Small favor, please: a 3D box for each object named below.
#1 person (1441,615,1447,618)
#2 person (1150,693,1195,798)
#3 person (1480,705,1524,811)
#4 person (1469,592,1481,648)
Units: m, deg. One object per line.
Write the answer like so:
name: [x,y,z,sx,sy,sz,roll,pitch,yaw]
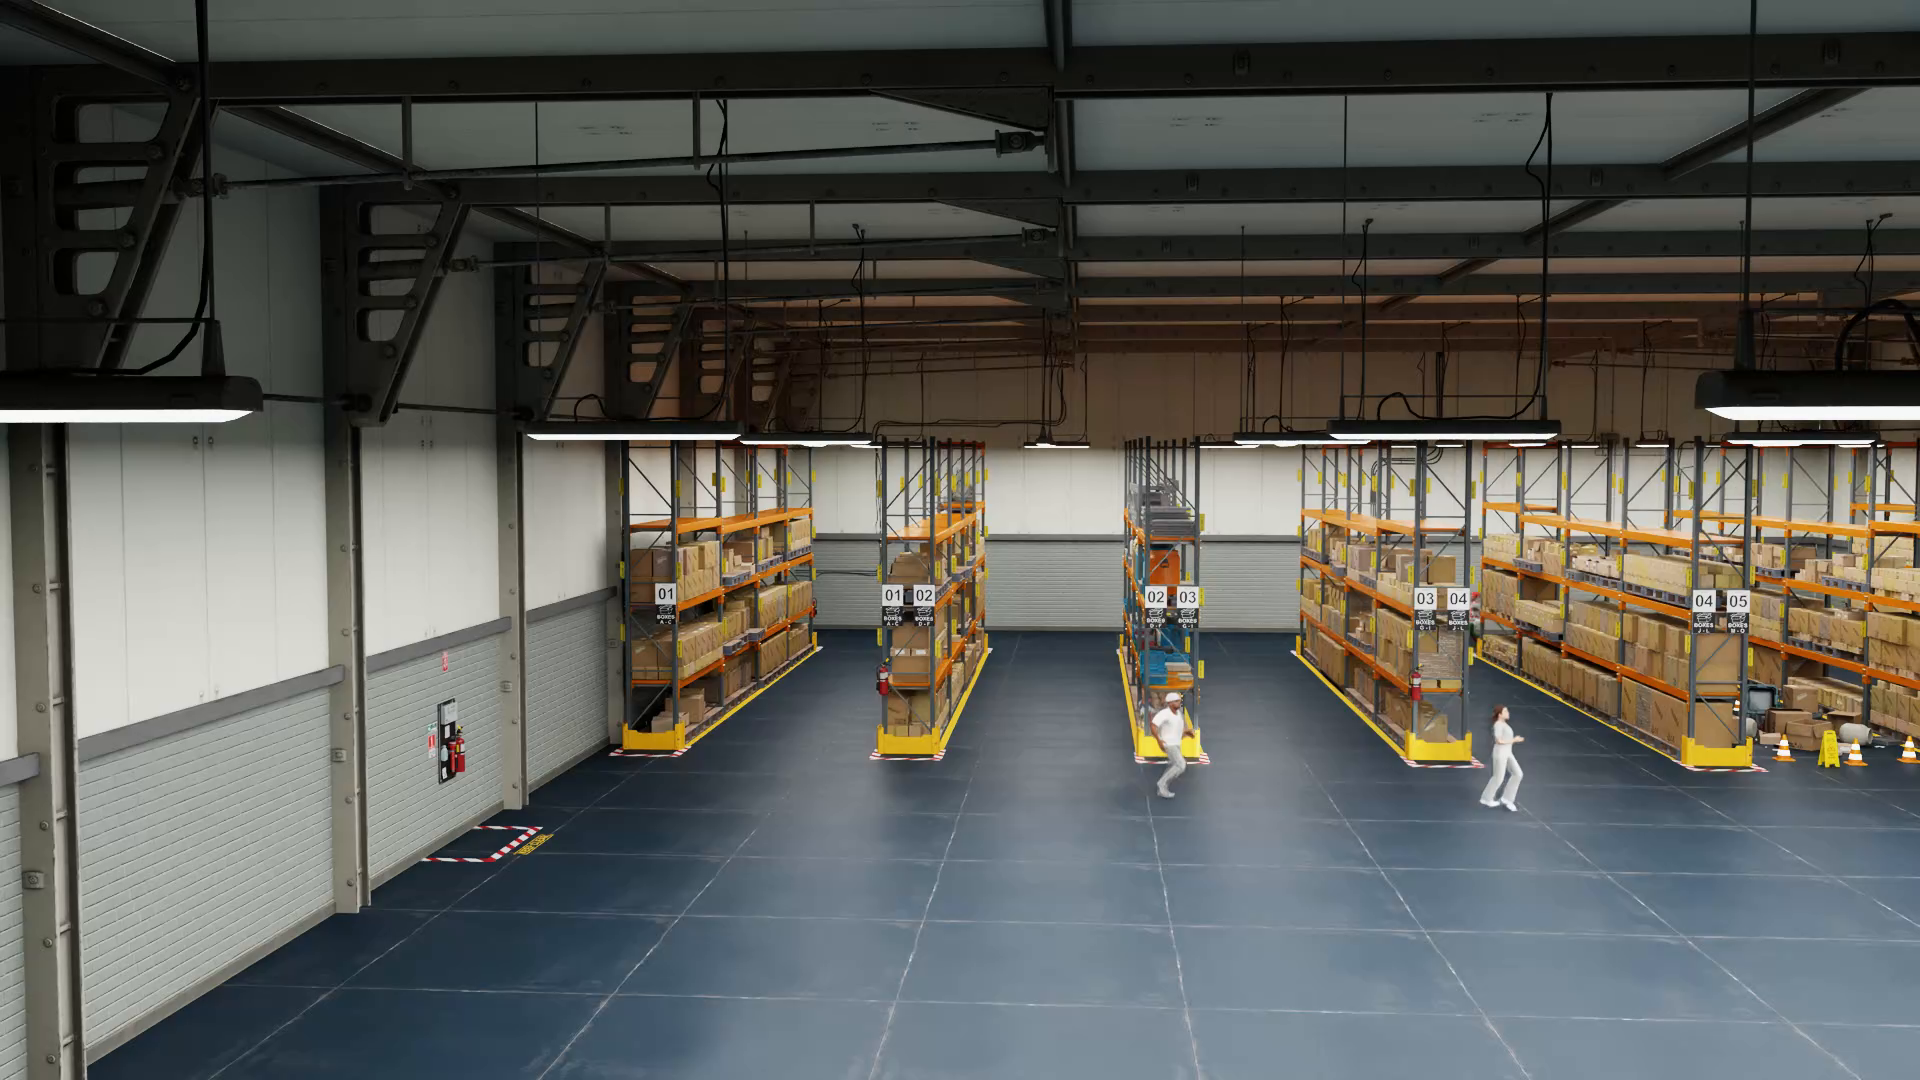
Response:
person: [13.200,2.502,46.101,0.629,1.556,0.744,2,4,32]
person: [3.532,3.379,27.411,0.612,1.732,0.704,2,3,29]
person: [8.649,3.470,26.493,0.691,1.705,0.544,2,4,36]
person: [14.580,2.318,47.710,0.875,1.729,0.806,1,3,16]
